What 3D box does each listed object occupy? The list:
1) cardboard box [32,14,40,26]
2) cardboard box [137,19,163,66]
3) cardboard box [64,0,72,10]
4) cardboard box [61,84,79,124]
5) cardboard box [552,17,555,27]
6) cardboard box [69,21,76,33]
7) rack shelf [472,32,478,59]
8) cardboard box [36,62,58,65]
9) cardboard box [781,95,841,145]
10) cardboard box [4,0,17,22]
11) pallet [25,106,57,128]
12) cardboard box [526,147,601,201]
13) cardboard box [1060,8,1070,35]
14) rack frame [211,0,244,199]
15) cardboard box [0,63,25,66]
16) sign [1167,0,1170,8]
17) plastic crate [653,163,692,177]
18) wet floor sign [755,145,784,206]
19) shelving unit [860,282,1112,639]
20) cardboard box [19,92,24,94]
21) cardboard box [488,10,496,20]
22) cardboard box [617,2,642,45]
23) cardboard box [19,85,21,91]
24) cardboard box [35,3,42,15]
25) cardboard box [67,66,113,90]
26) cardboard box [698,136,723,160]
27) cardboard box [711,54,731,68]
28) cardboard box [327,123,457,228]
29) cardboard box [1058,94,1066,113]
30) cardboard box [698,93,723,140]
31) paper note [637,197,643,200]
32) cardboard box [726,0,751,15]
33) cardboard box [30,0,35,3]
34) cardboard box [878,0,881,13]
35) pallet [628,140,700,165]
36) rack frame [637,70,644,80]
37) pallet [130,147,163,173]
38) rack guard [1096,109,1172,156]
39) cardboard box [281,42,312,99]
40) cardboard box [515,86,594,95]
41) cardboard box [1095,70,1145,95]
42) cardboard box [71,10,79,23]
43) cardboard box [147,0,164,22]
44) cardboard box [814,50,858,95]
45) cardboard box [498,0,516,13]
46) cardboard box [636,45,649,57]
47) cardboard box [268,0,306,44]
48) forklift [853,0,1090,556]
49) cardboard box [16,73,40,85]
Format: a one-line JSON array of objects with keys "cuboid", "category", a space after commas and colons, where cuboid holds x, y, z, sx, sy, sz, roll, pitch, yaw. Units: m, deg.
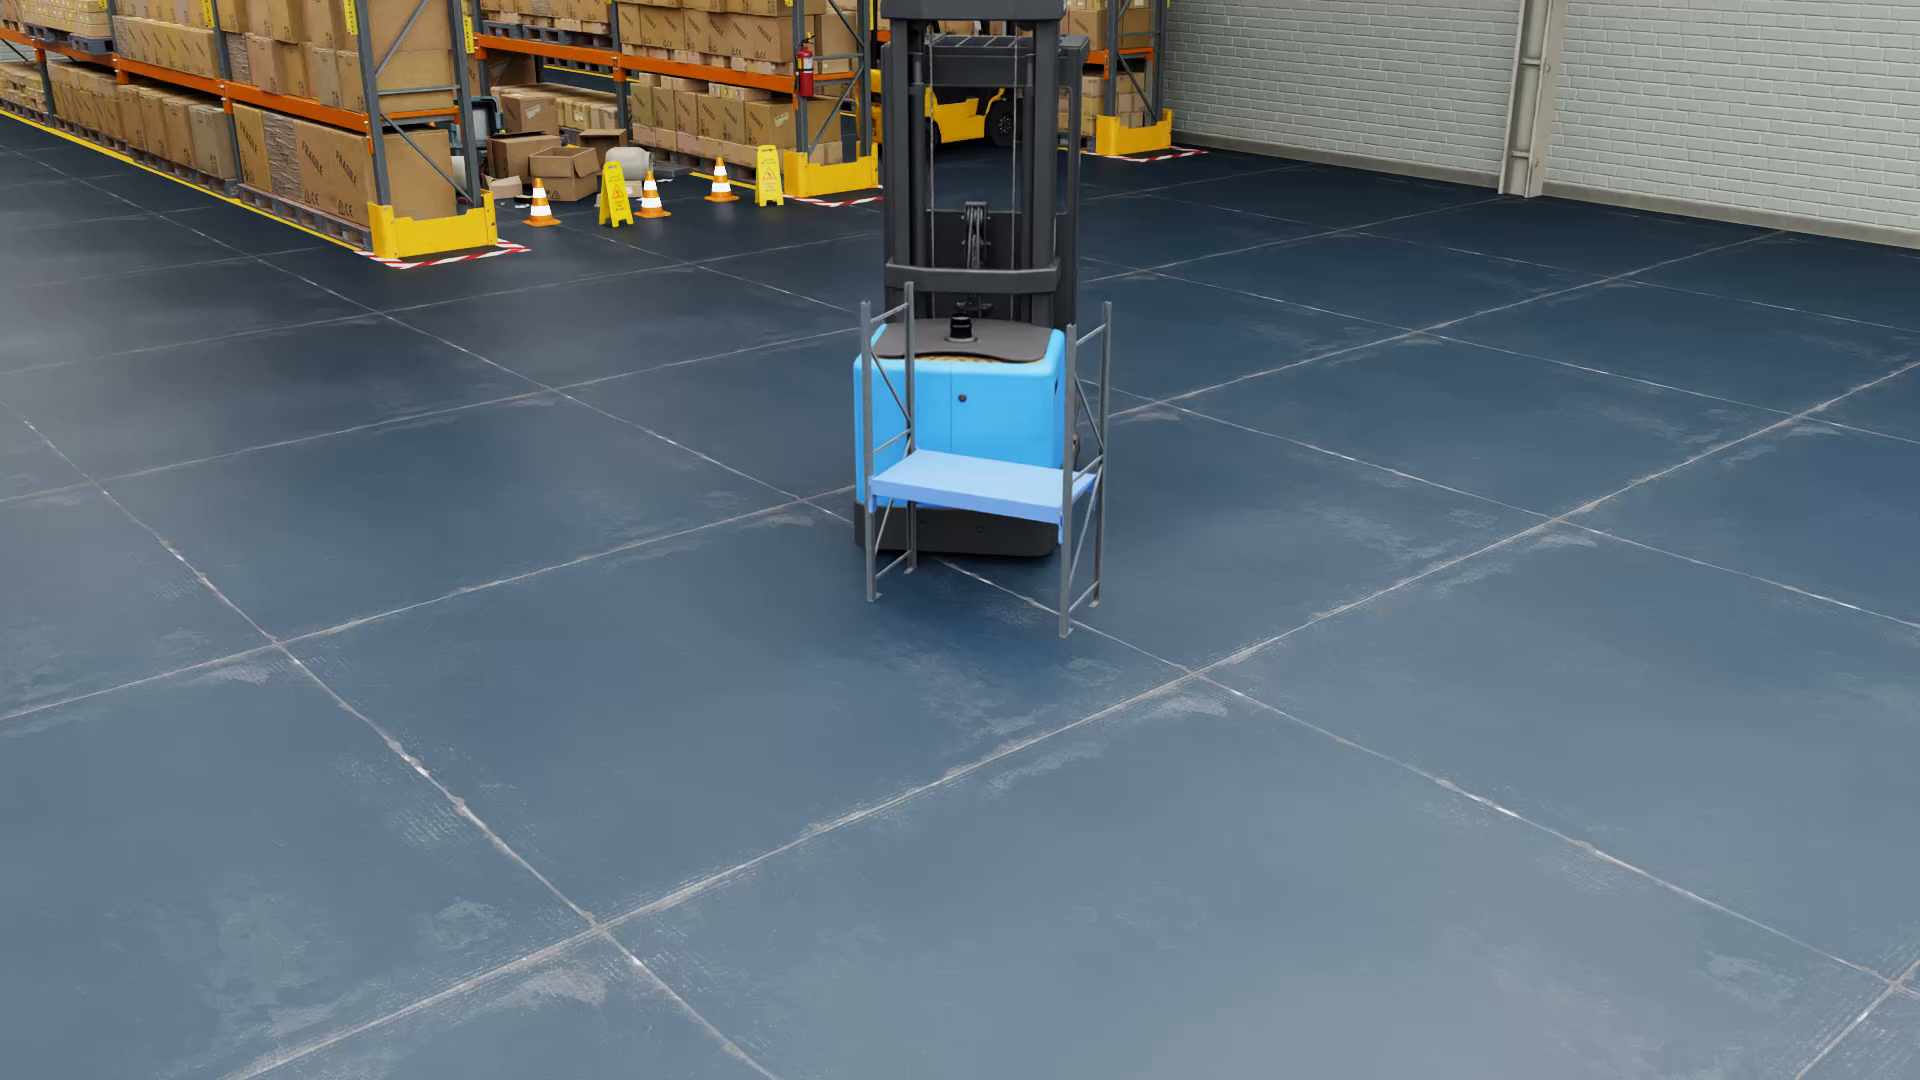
[{"cuboid": [-12.706, -7.280, 23.227, 0.380, 0.149, 0.250, -17, 27, -37], "category": "cardboard box"}, {"cuboid": [-9.598, -6.039, 20.152, 0.500, 0.500, 0.500, -17, 27, -37], "category": "cardboard box"}, {"cuboid": [-11.527, -7.057, 21.841, 0.380, 0.149, 0.250, -16, 27, -36], "category": "cardboard box"}, {"cuboid": [-12.332, -6.184, 23.510, 0.500, 0.500, 0.500, -16, 26, -35], "category": "cardboard box"}, {"cuboid": [-5.348, -7.099, 22.764, 0.380, 0.149, 0.250, -19, 28, -39], "category": "cardboard box"}, {"cuboid": [-11.508, -6.775, 21.937, 0.380, 0.149, 0.250, -18, 28, -38], "category": "cardboard box"}, {"cuboid": [-7.971, -7.884, 25.986, 1.077, 0.370, 4.000, -17, 27, -37], "category": "rack shelf"}, {"cuboid": [-14.648, -7.605, 26.805, 0.380, 0.149, 0.250, -18, 28, -39], "category": "cardboard box"}, {"cuboid": [-1.776, -5.015, 19.842, 0.500, 0.500, 0.500, -19, 28, -39], "category": "cardboard box"}, {"cuboid": [-13.828, -7.960, 24.650, 0.500, 0.500, 0.500, -18, 28, -39], "category": "cardboard box"}, {"cuboid": [-13.425, -6.444, 25.147, 1.003, 0.211, 1.213, -17, 27, -37], "category": "pallet"}, {"cuboid": [-4.508, -4.176, 18.956, 0.637, 0.503, 0.797, 3, 22, 9], "category": "cardboard box"}, {"cuboid": [1.463, -6.904, 22.361, 0.500, 0.500, 0.500, -16, 27, -36], "category": "cardboard box"}, {"cuboid": [-7.738, -5.355, 18.543, 1.000, 3.000, 0.127, -17, 27, -37], "category": "rack frame"}, {"cuboid": [-15.215, -7.542, 26.645, 0.380, 0.149, 0.250, -17, 27, -36], "category": "cardboard box"}, {"cuboid": [2.739, -7.209, 21.981, 0.100, 0.325, 0.005, -17, 27, -37], "category": "sign"}, {"cuboid": [-3.651, -4.573, 20.549, 0.583, 0.080, 0.402, 12, 24, 27], "category": "plastic crate"}, {"cuboid": [-2.130, -4.052, 18.446, 0.267, 0.644, 0.232, -8, 23, -19], "category": "wet floor sign"}, {"cuboid": [0.120, -0.395, 7.936, 1.048, 1.500, 0.538, 9, 23, 23], "category": "shelving unit"}, {"cuboid": [-14.269, -6.834, 25.654, 0.380, 0.149, 0.250, -17, 27, -36], "category": "cardboard box"}, {"cuboid": [-6.594, -7.611, 24.071, 0.380, 0.149, 0.250, -19, 29, -40], "category": "cardboard box"}, {"cuboid": [-3.978, -6.558, 21.070, 0.500, 0.500, 0.500, -18, 27, -38], "category": "cardboard box"}, {"cuboid": [-14.353, -7.046, 25.785, 0.380, 0.149, 0.250, -16, 26, -35], "category": "cardboard box"}, {"cuboid": [-12.542, -7.350, 22.997, 0.380, 0.149, 0.250, -19, 28, -40], "category": "cardboard box"}, {"cuboid": [-11.999, -6.390, 23.010, 0.500, 0.250, 0.500, -16, 27, -35], "category": "cardboard box"}, {"cuboid": [-2.853, -4.819, 20.368, 0.500, 0.250, 0.500, -19, 28, -39], "category": "cardboard box"}, {"cuboid": [-2.737, -5.728, 19.840, 0.380, 0.149, 0.250, -18, 28, -38], "category": "cardboard box"}, {"cuboid": [-5.620, -3.627, 16.470, 0.875, 0.875, 0.875, -17, 27, -37], "category": "cardboard box"}, {"cuboid": [1.441, -5.988, 22.668, 0.500, 0.250, 0.500, -18, 28, -38], "category": "cardboard box"}, {"cuboid": [-2.831, -5.164, 20.222, 0.500, 0.500, 0.500, -18, 28, -39], "category": "cardboard box"}, {"cuboid": [-3.568, -3.861, 18.799, 0.142, 0.019, 0.148, 12, 24, 27], "category": "paper note"}, {"cuboid": [-2.267, -6.337, 19.135, 0.700, 0.500, 0.500, -17, 27, -37], "category": "cardboard box"}, {"cuboid": [-12.700, -7.555, 23.114, 0.380, 0.149, 0.250, -17, 27, -37], "category": "cardboard box"}, {"cuboid": [-1.152, -8.122, 25.128, 0.500, 0.250, 0.500, -18, 28, -39], "category": "cardboard box"}, {"cuboid": [-3.589, -5.086, 21.679, 1.003, 0.211, 1.213, -17, 27, -37], "category": "pallet"}, {"cuboid": [-5.518, -9.954, 30.285, 1.000, 3.000, 0.127, -17, 27, -37], "category": "rack frame"}, {"cuboid": [-9.892, -4.926, 21.271, 1.003, 0.211, 1.213, -17, 27, -37], "category": "pallet"}, {"cuboid": [2.330, -5.468, 22.259, 1.175, 0.500, 0.348, -17, 27, -37], "category": "rack guard"}, {"cuboid": [-6.427, -4.879, 17.123, 0.875, 0.550, 0.500, -17, 27, -37], "category": "cardboard box"}, {"cuboid": [-5.816, -6.278, 23.926, 0.950, 0.372, 0.625, -18, 28, -38], "category": "cardboard box"}, {"cuboid": [2.144, -6.197, 22.517, 0.500, 0.250, 0.500, -18, 28, -38], "category": "cardboard box"}, {"cuboid": [-11.366, -6.850, 21.722, 0.380, 0.149, 0.250, -17, 27, -36], "category": "cardboard box"}, {"cuboid": [-9.396, -6.565, 20.124, 0.700, 0.500, 0.500, -18, 28, -38], "category": "cardboard box"}, {"cuboid": [-2.078, -7.584, 26.916, 0.875, 0.625, 0.625, -16, 27, -36], "category": "cardboard box"}, {"cuboid": [-6.201, -7.725, 23.474, 0.500, 0.500, 0.500, -16, 26, -35], "category": "cardboard box"}, {"cuboid": [-3.887, -6.223, 21.104, 0.380, 0.149, 0.250, -16, 27, -36], "category": "cardboard box"}, {"cuboid": [-6.476, -5.367, 16.886, 0.875, 0.550, 0.500, -17, 27, -37], "category": "cardboard box"}, {"cuboid": [0.148, -1.780, 9.509, 1.130, 2.935, 3.031, 3, 22, 7], "category": "forklift"}, {"cuboid": [-14.111, -7.018, 25.306, 0.380, 0.149, 0.250, -19, 28, -40], "category": "cardboard box"}]
